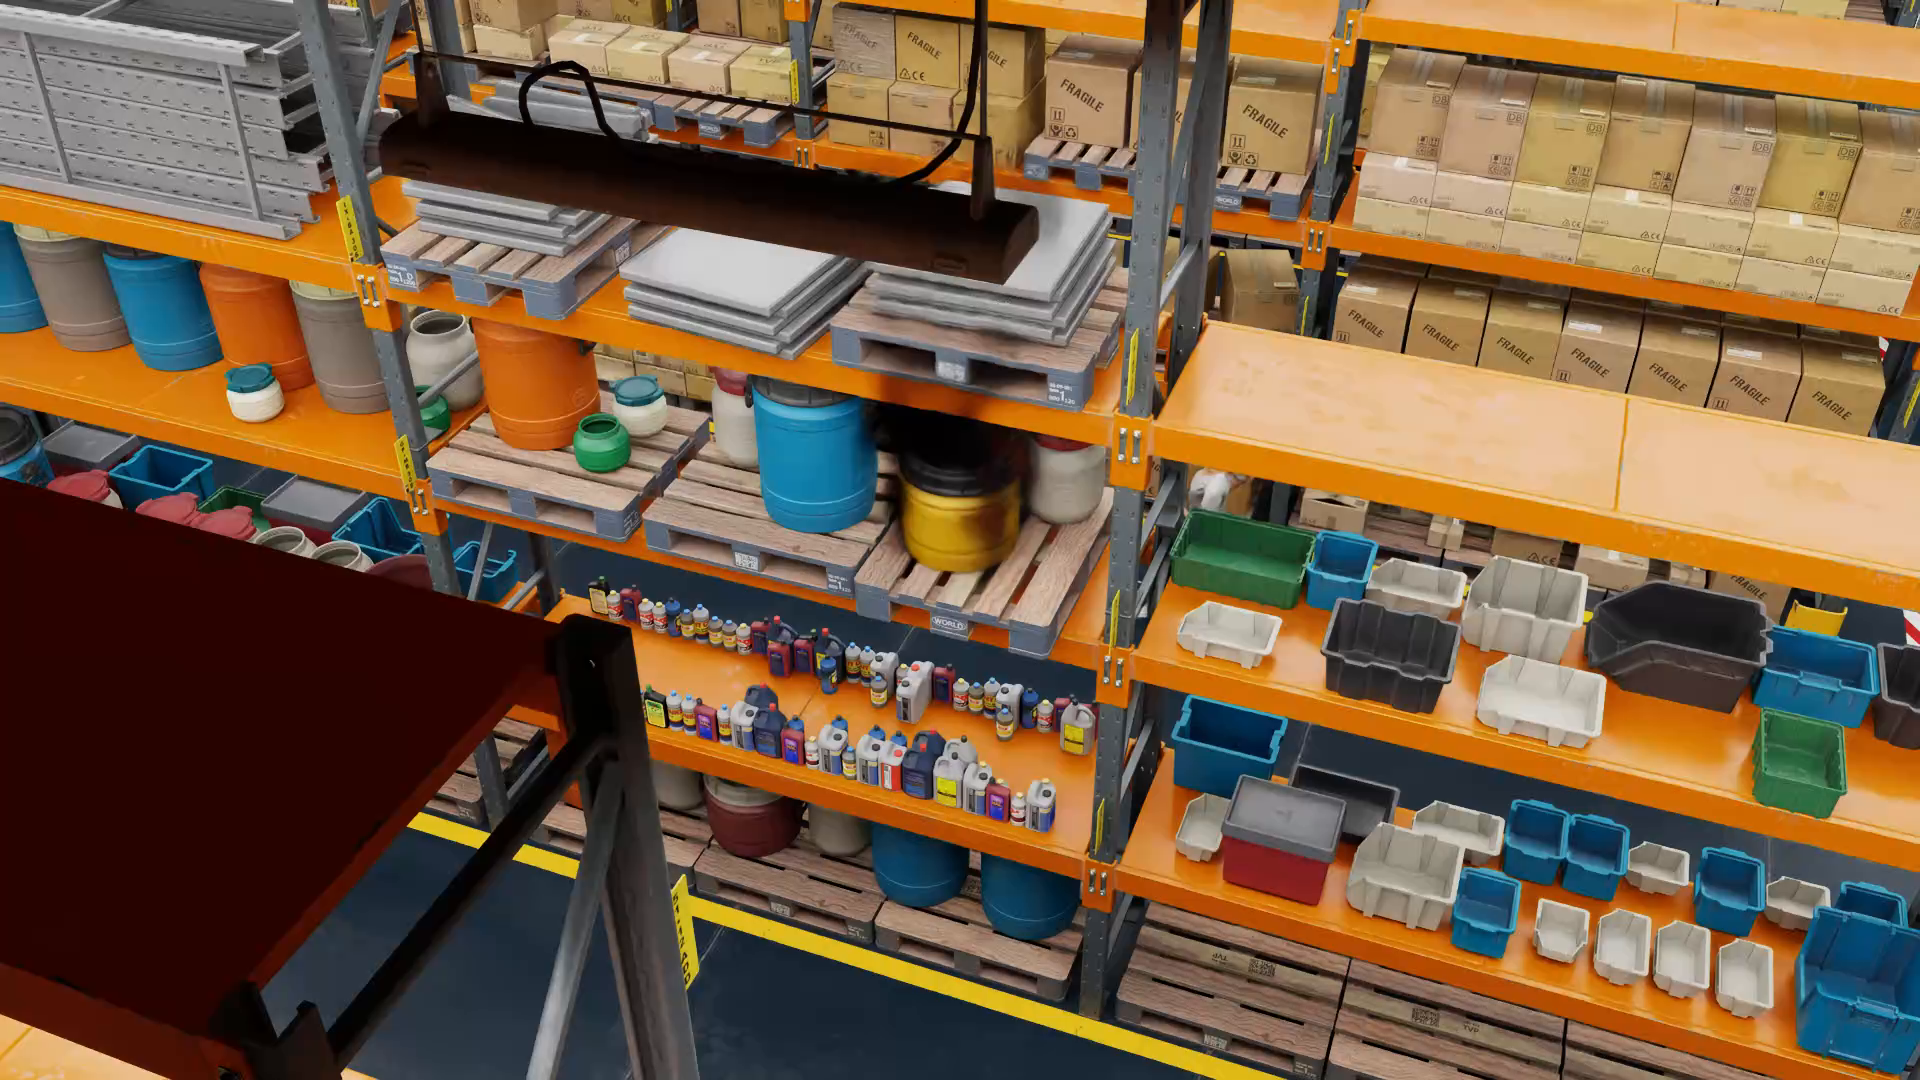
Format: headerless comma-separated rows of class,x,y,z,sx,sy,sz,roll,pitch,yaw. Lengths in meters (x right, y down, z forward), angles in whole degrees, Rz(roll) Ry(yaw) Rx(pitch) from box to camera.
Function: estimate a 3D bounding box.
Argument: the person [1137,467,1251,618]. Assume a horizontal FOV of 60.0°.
person,1.679,0.056,11.624,0.900,1.435,0.576,7,37,9
